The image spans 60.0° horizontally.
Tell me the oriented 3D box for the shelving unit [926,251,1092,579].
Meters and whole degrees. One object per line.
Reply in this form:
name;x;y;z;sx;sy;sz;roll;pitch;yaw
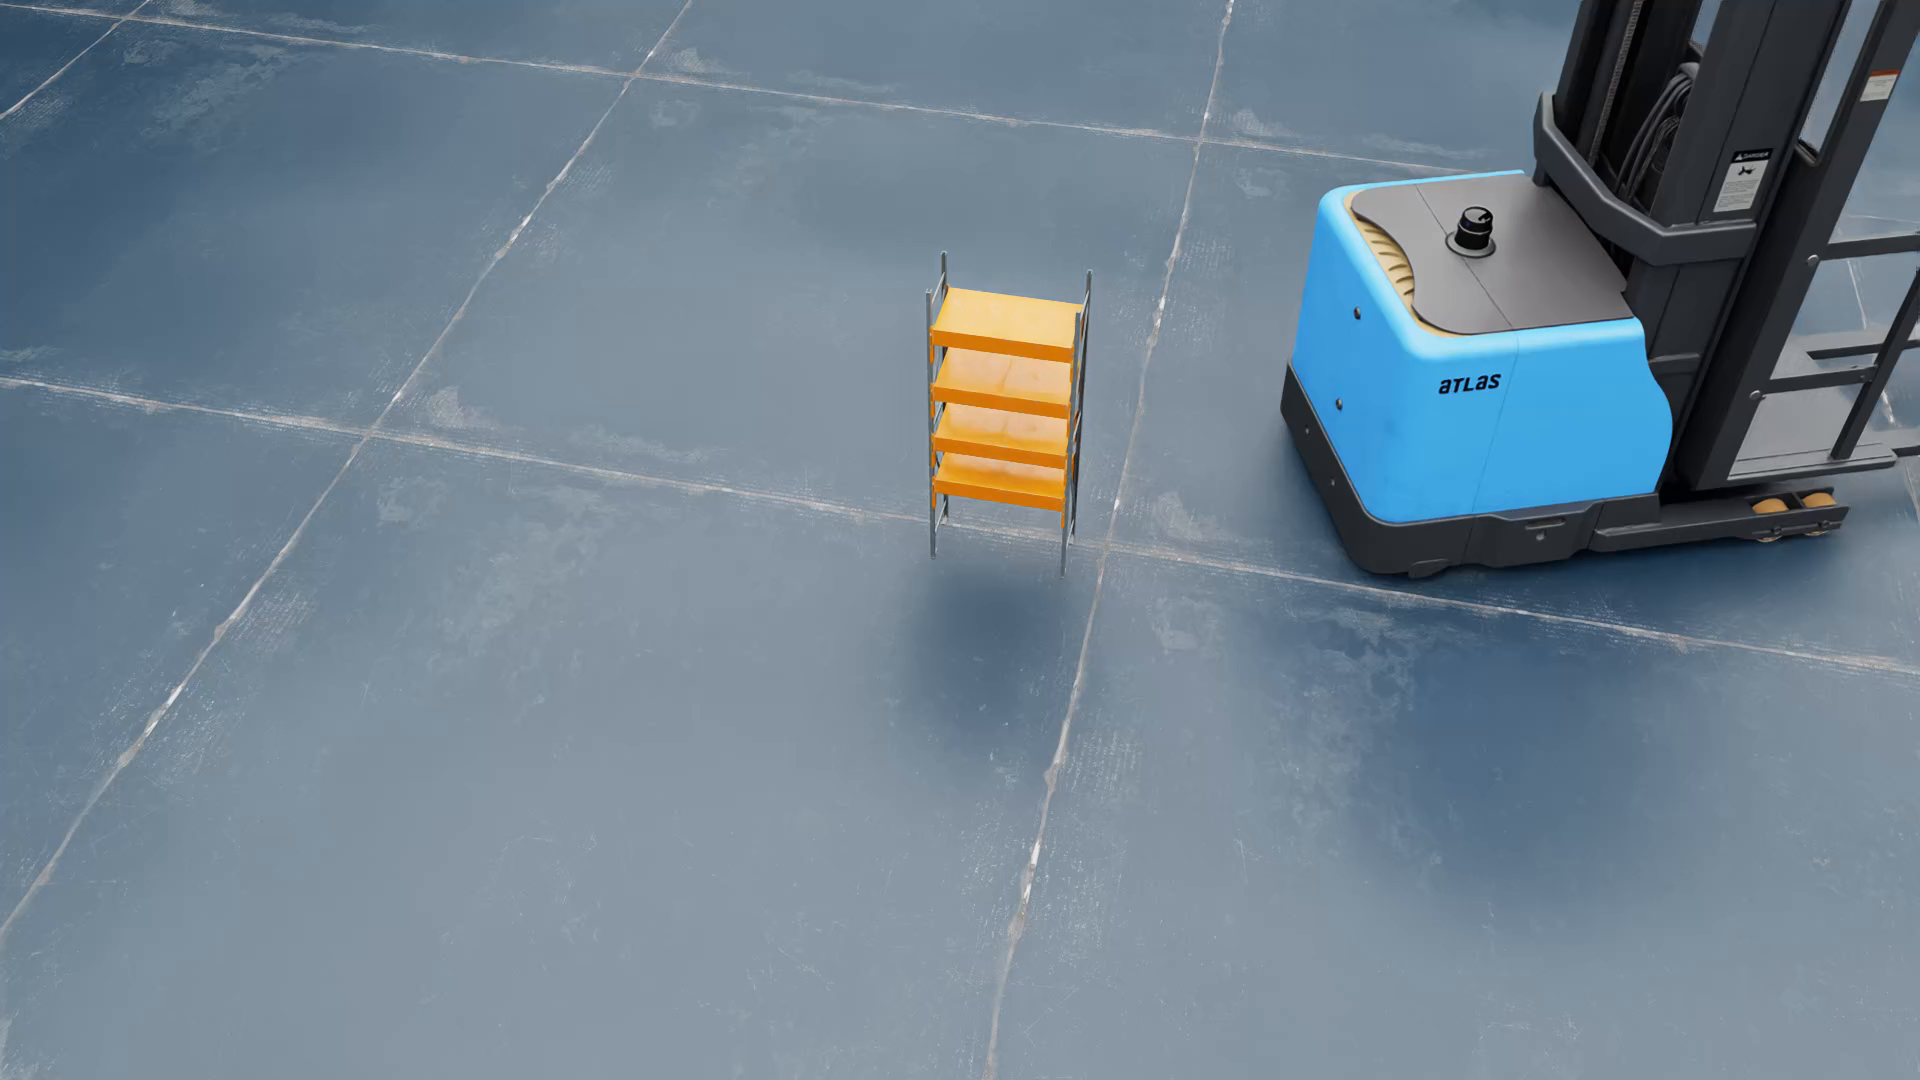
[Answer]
shelving unit;0.162;-0.407;5.808;0.503;1.200;0.258;9;45;9

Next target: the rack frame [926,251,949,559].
rack frame;-0.077;-0.444;5.846;0.015;1.200;0.240;9;45;9

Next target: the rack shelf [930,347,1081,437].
rack shelf;0.162;-0.520;5.699;0.480;0.148;0.258;9;45;9

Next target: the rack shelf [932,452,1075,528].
rack shelf;0.162;-0.216;5.992;0.480;0.148;0.258;9;45;9

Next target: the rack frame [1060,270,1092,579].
rack frame;0.400;-0.370;5.769;0.015;1.200;0.240;9;45;9

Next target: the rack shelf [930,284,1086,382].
rack shelf;0.162;-0.690;5.535;0.480;0.148;0.258;9;45;9

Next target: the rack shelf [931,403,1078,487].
rack shelf;0.162;-0.359;5.855;0.480;0.148;0.258;9;45;9

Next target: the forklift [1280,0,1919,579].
forklift;2.853;-1.405;5.596;3.031;2.935;1.130;-7;44;-7
